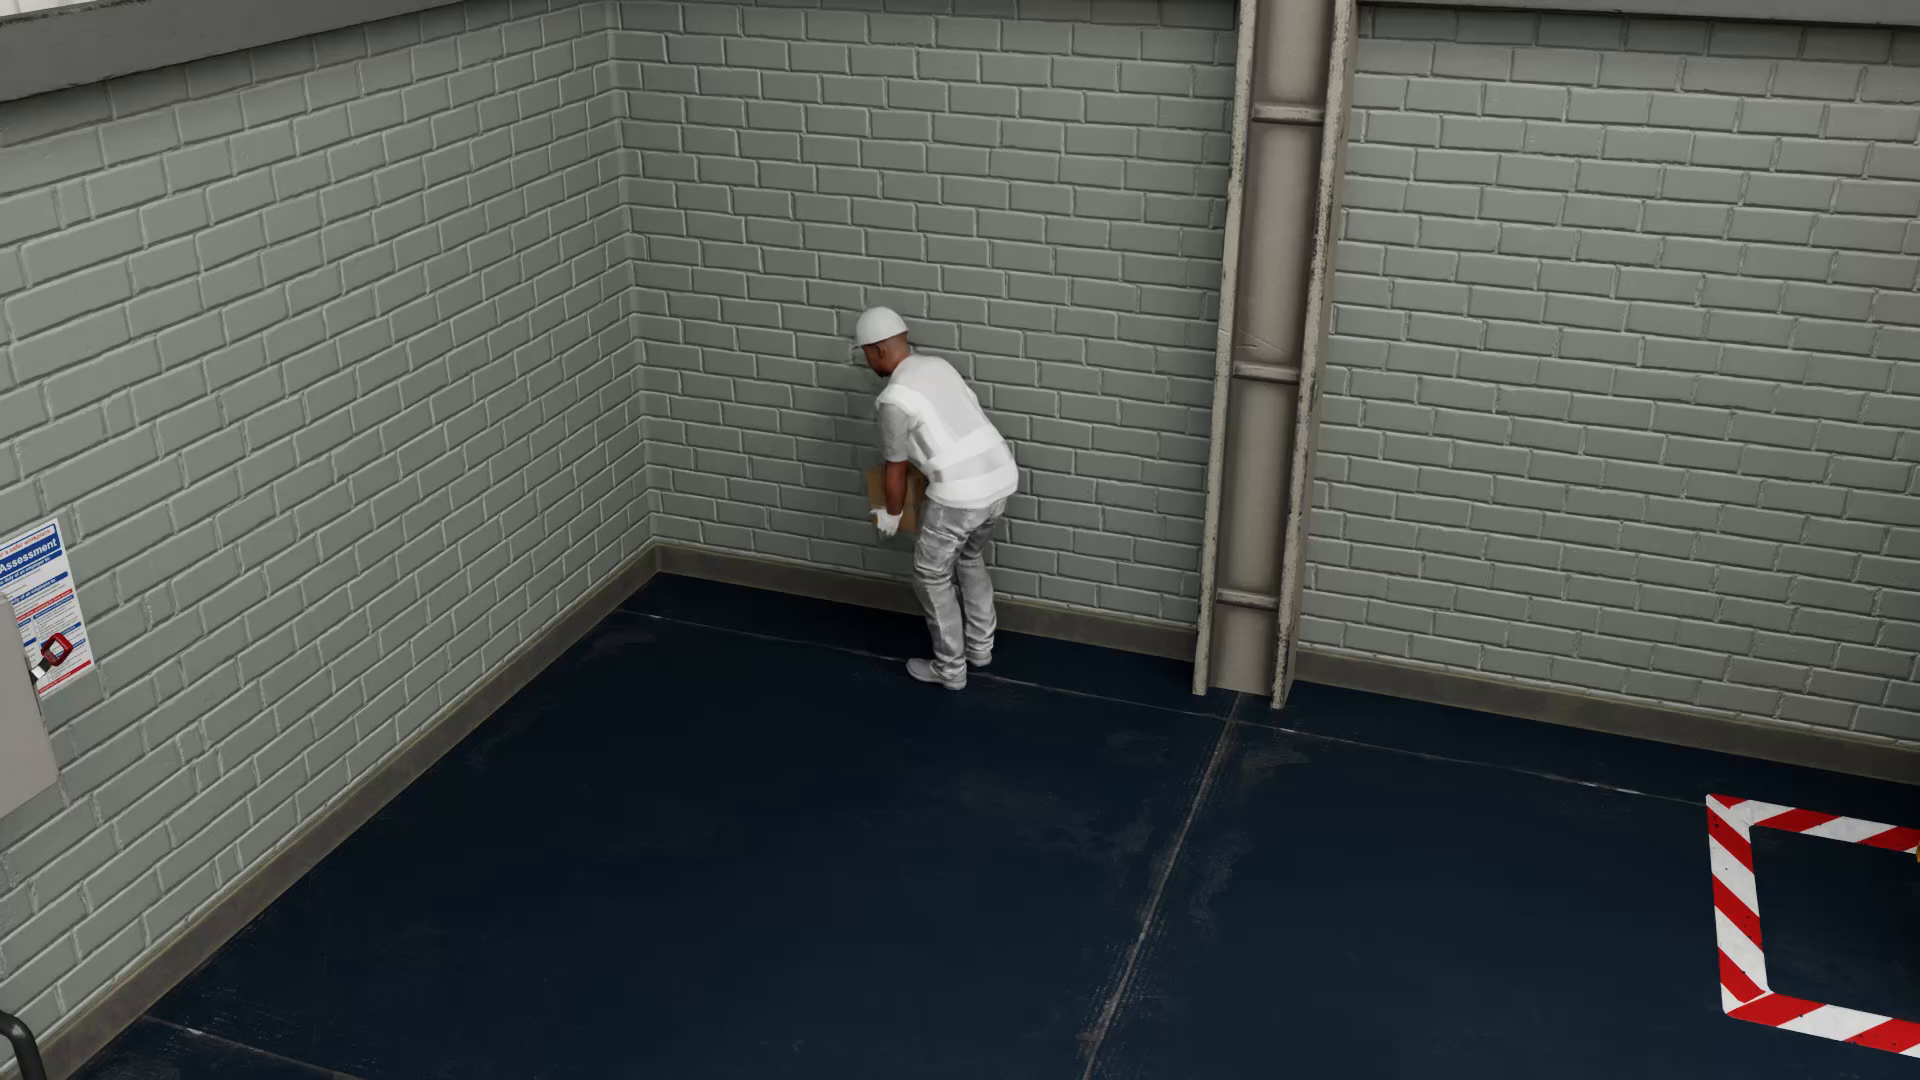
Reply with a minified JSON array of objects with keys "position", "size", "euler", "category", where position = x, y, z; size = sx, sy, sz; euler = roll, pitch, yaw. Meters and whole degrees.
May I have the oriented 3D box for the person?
[{"position":[-0.093,-0.211,7.127],"size":[0.656,1.698,0.474],"euler":[18,31,33],"category":"person"}]
